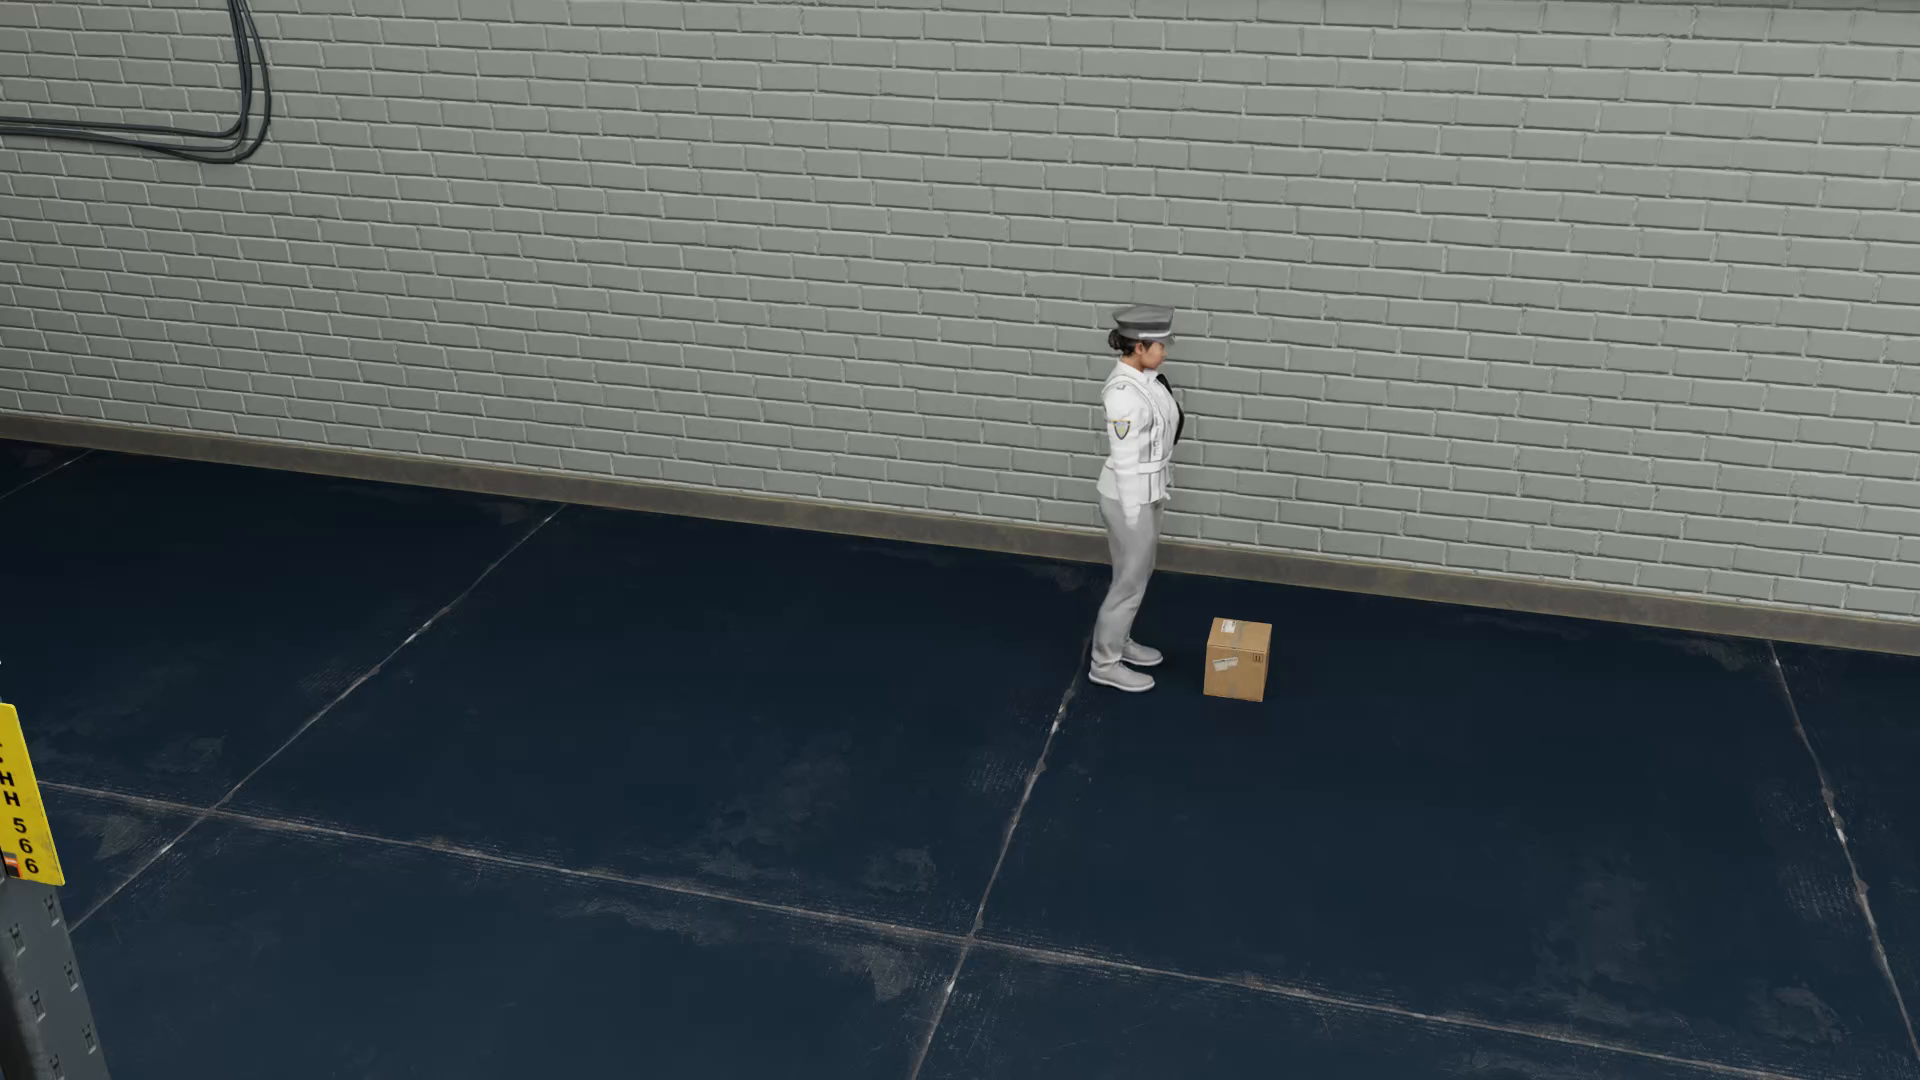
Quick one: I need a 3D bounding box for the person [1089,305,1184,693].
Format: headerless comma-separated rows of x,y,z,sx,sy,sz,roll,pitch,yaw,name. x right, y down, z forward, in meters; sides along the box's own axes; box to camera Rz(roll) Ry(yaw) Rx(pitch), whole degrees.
0.743,-0.179,6.990,0.328,1.663,0.469,7,26,14,person
